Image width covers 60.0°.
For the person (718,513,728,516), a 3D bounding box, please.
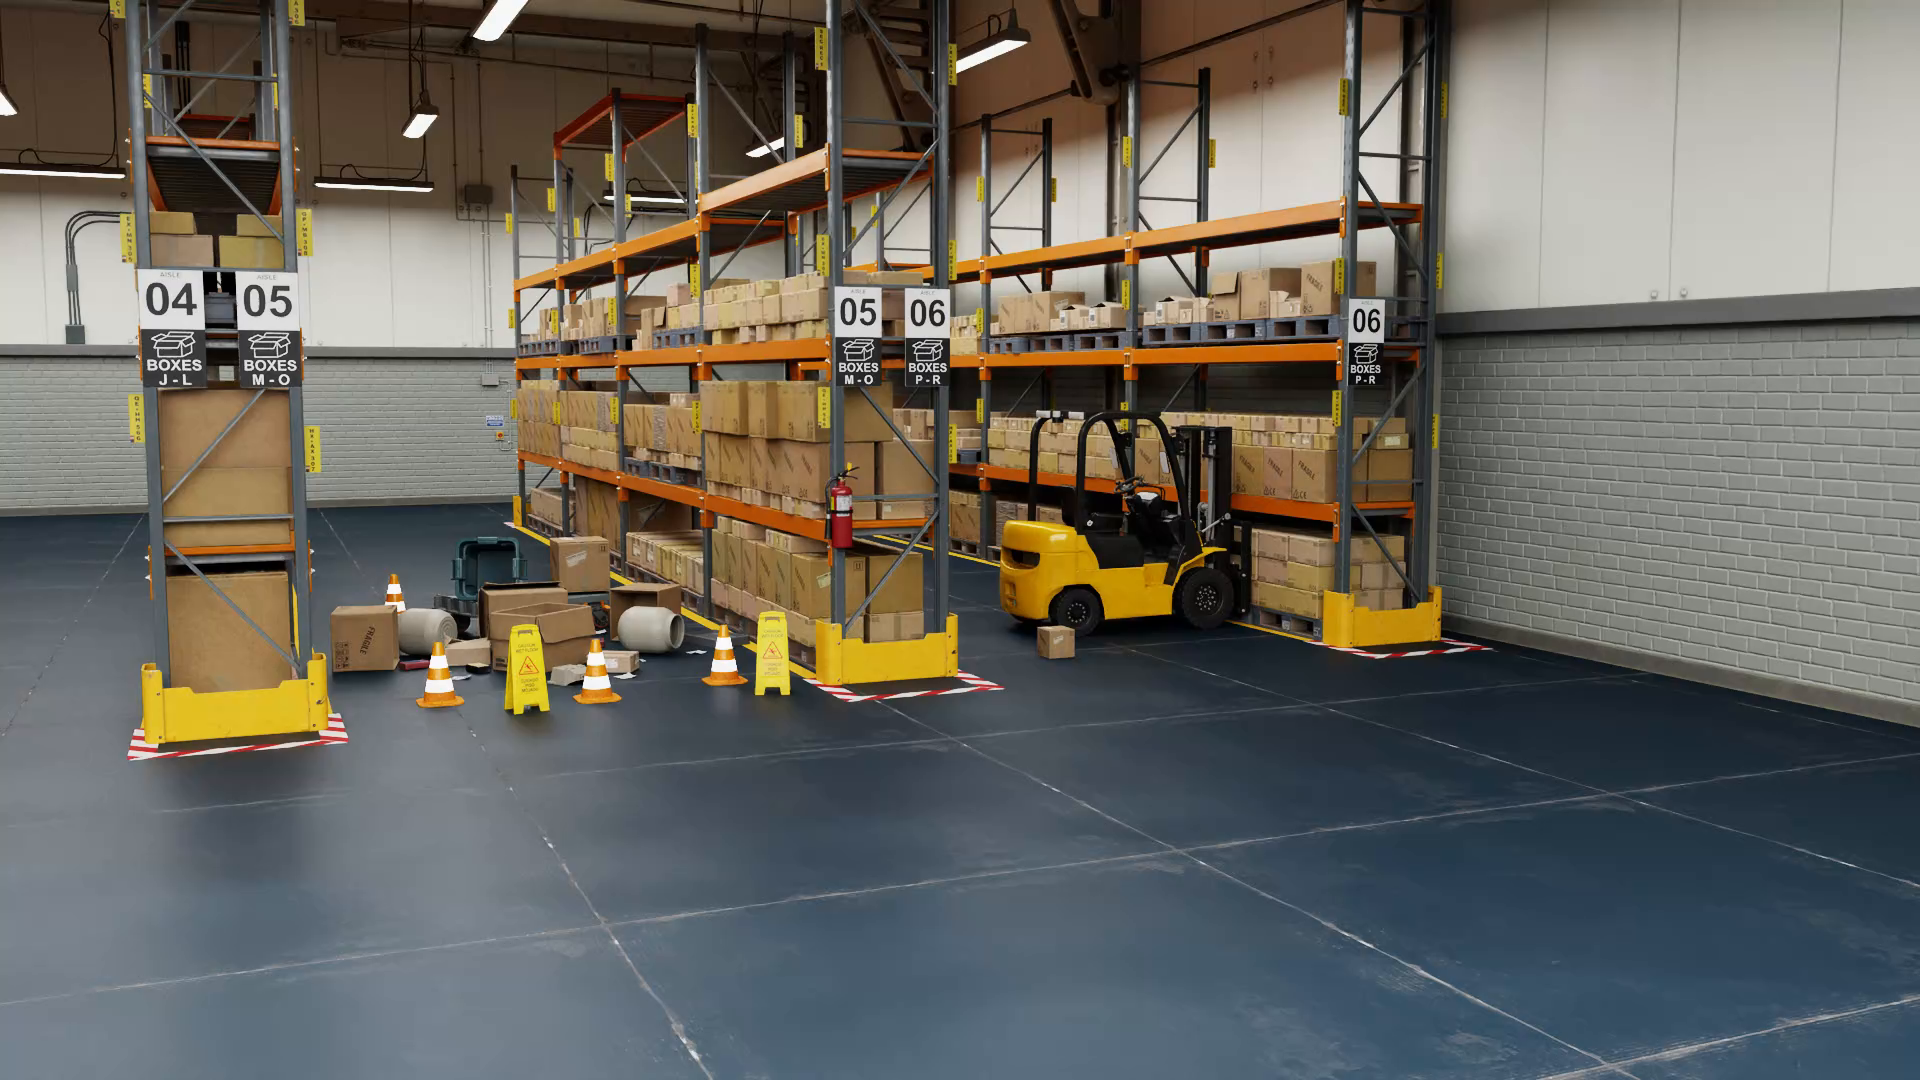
[{"bbox_3d":[-3.685,-0.798,25.023,0.450,1.661,0.749,-3,6,-26],"label":"person"}]
